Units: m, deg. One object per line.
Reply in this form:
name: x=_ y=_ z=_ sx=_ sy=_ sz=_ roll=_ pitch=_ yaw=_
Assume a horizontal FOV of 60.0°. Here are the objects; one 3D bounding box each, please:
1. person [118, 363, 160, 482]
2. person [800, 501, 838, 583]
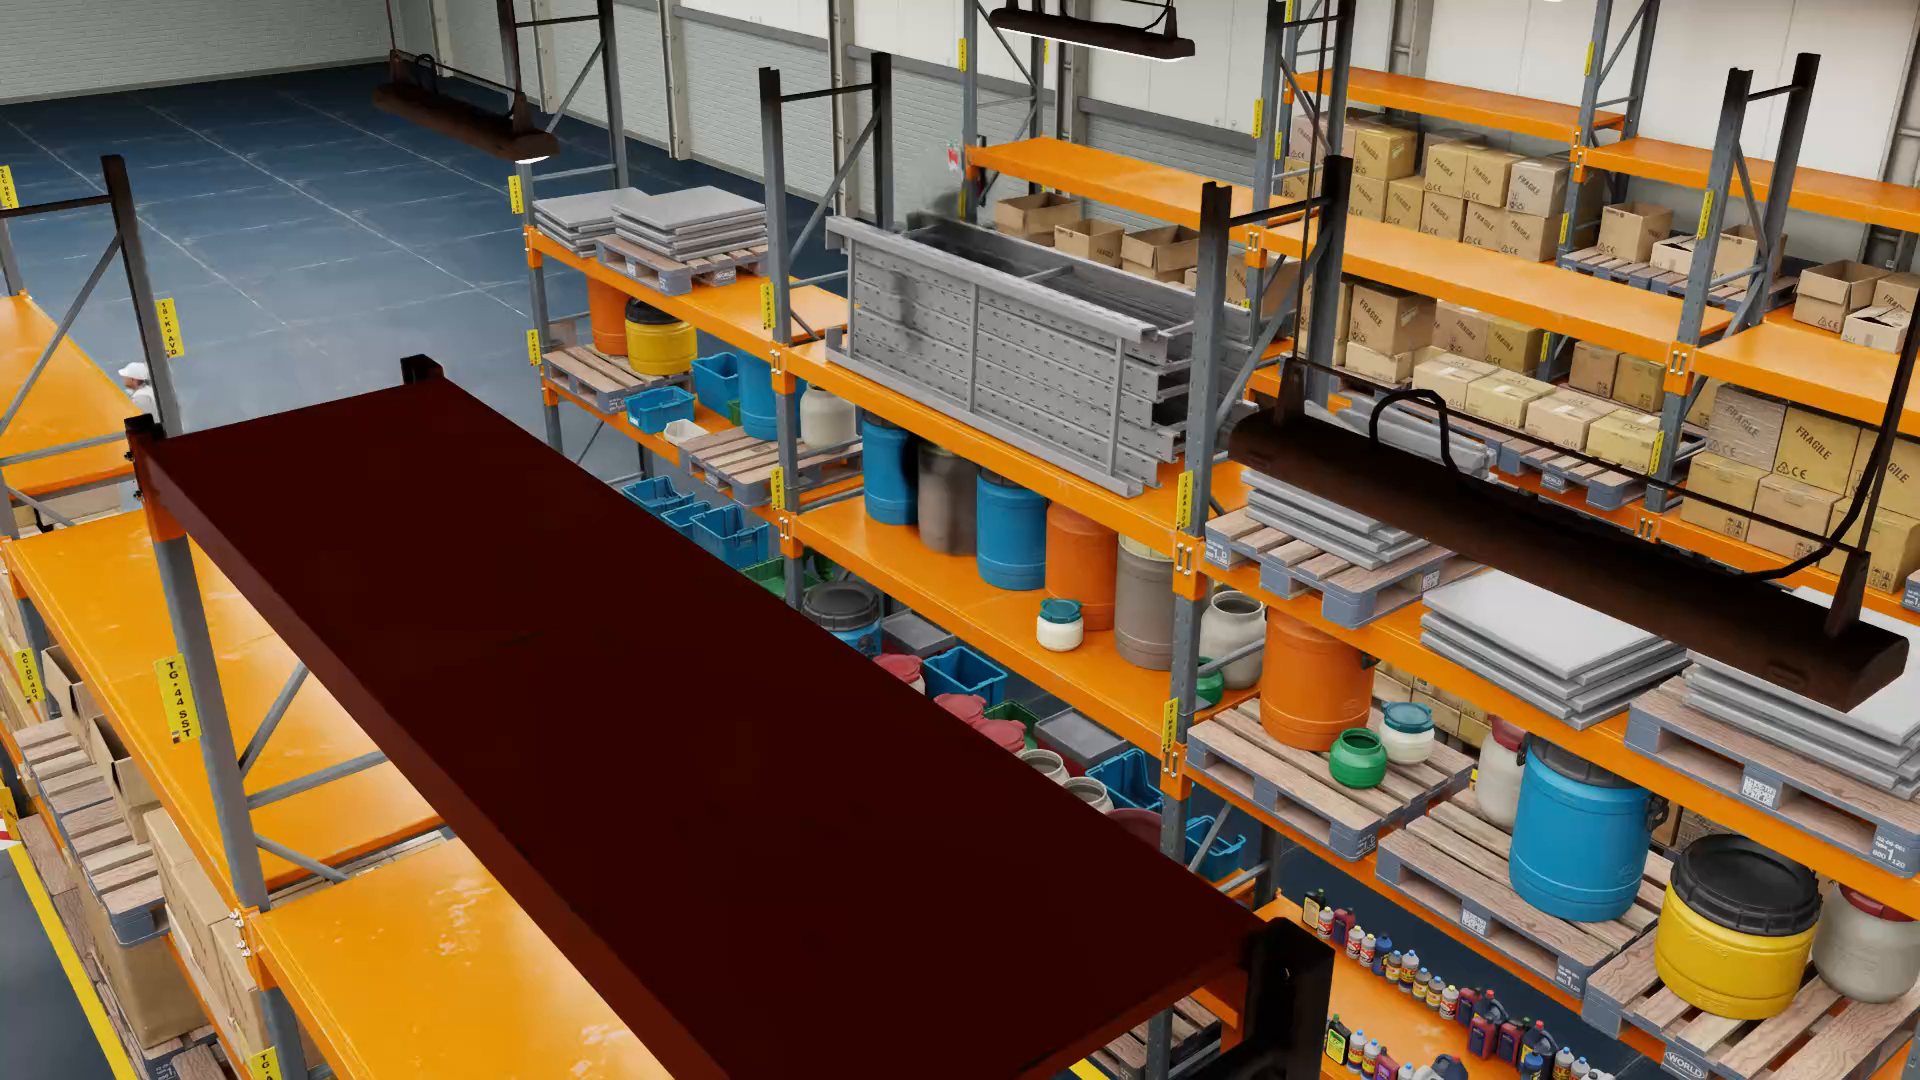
person: x=-9.156 y=-1.157 z=18.666 sx=0.547 sy=1.725 sz=0.638 roll=-7 pitch=27 yaw=-14
person: x=-1.414 y=0.022 z=16.128 sx=0.640 sy=1.830 sz=0.797 roll=-22 pitch=33 yaw=-37
